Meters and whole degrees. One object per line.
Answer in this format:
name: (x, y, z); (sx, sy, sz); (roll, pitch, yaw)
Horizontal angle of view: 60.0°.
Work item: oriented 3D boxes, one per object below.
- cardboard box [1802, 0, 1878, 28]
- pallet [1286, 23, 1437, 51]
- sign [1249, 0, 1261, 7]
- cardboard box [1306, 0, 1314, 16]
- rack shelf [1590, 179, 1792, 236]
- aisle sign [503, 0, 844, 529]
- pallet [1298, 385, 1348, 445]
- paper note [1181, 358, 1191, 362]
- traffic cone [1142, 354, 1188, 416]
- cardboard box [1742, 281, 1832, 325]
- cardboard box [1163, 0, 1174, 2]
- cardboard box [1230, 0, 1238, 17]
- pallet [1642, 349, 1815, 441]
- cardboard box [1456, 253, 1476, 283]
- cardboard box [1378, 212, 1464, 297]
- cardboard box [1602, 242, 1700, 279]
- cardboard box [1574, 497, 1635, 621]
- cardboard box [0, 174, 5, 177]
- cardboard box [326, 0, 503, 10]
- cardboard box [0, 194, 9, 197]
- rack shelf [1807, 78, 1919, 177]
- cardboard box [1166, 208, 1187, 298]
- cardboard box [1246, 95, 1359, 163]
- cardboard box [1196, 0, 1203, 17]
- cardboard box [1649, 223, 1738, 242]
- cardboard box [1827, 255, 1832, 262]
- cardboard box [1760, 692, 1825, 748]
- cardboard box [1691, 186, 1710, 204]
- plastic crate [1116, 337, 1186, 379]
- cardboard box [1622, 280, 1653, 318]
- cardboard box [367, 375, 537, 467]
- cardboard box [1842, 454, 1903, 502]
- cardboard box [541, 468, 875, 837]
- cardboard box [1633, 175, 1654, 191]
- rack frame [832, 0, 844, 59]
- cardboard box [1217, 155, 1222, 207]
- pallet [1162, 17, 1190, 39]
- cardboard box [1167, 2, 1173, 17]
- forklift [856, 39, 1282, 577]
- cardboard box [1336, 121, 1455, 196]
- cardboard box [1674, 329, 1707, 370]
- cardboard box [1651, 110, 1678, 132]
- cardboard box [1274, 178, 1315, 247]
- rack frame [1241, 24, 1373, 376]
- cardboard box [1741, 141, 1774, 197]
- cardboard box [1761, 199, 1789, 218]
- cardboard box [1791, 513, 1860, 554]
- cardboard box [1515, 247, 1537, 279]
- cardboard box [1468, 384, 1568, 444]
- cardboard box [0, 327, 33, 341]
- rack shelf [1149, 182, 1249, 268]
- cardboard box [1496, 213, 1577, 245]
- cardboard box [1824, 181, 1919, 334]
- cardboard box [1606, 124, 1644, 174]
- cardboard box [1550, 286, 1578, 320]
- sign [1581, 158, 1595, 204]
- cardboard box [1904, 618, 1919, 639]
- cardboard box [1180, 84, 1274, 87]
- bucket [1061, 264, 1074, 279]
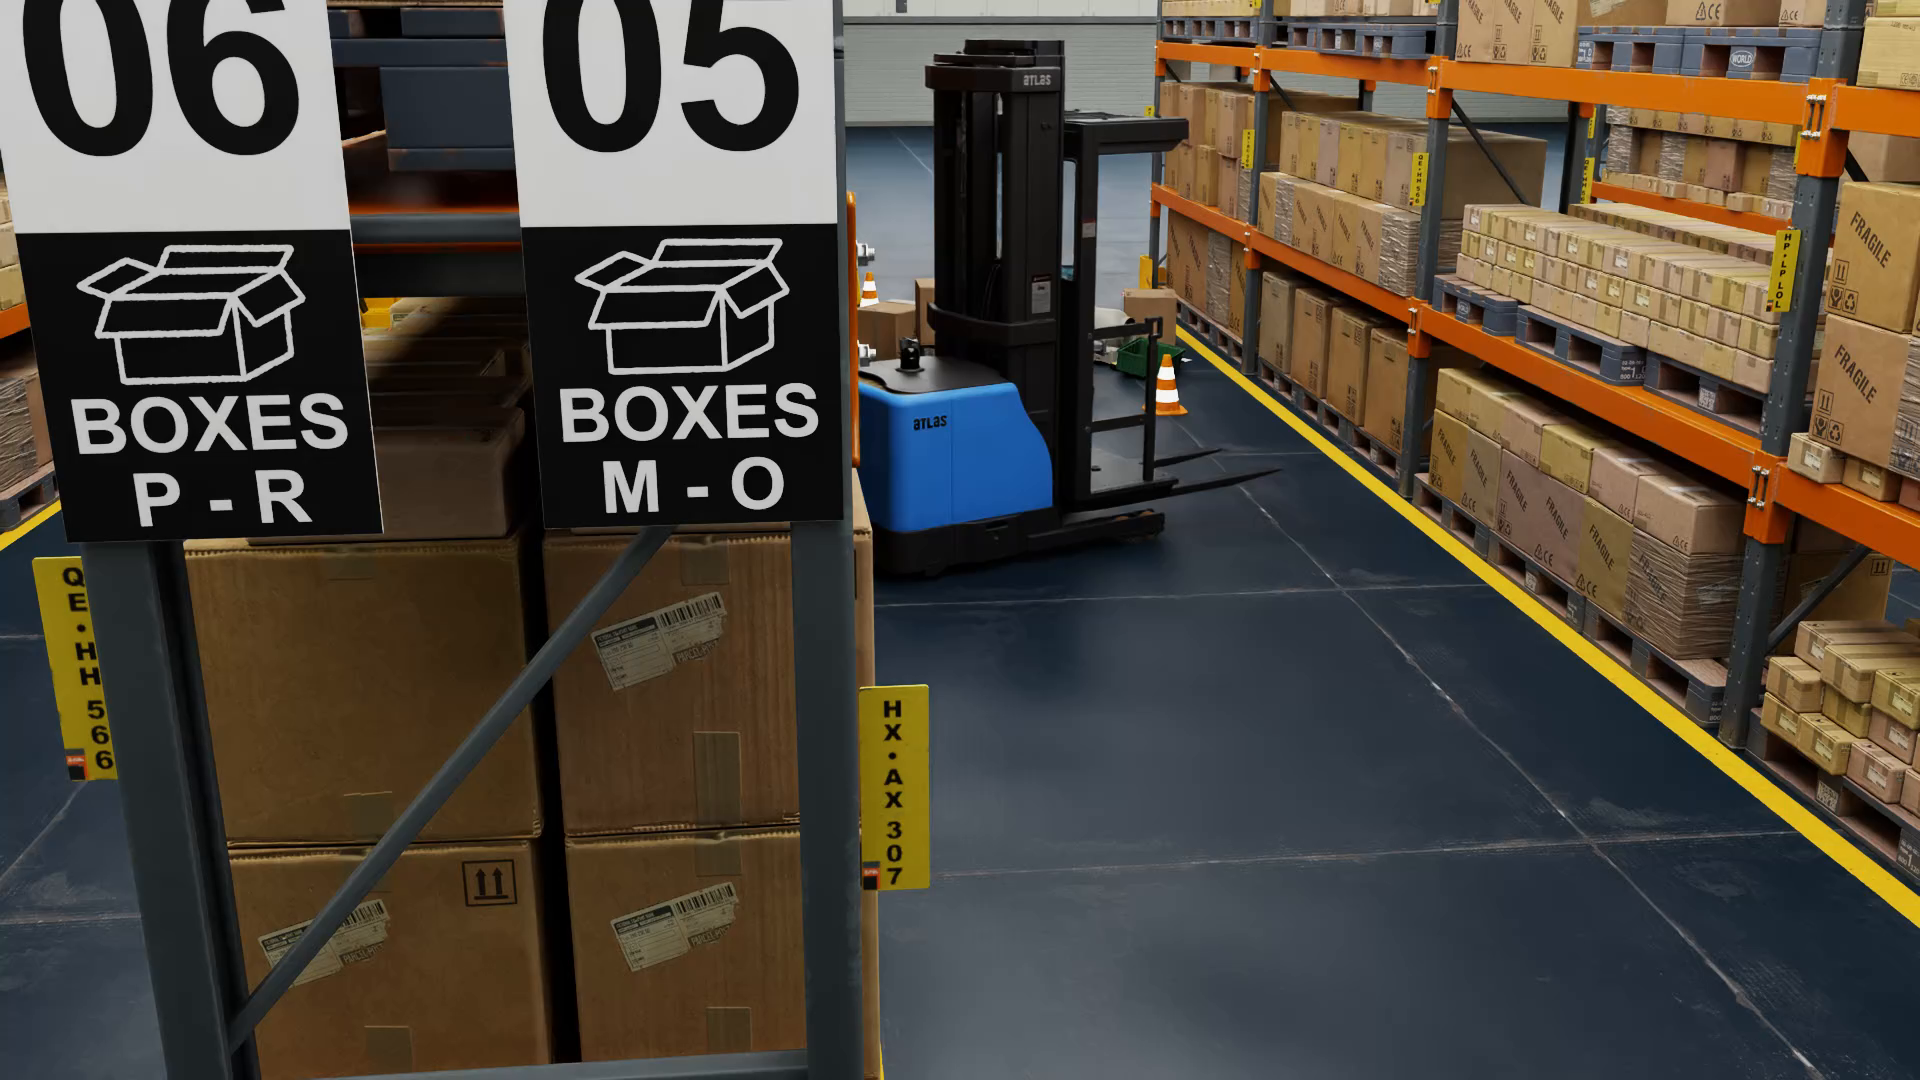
cardboard box: (3.923, -2.339, 6.744); (0.700, 0.500, 0.500); (-2, 18, -6)
pallet: (3.171, -3.995, 13.207); (0.805, 0.209, 1.217); (-2, 18, -8)
sign: (2.476, -4.625, 13.898); (0.100, 0.325, 0.005); (-2, 18, -6)
cardboard box: (2.888, -4.170, 12.995); (0.250, 0.149, 0.380); (-2, 18, -6)
rack shelf: (7.765, -3.303, 16.891); (1.077, 0.370, 4.000); (-2, 18, -6)
aisle sign: (-0.352, -0.397, 2.093); (0.394, 0.787, 0.004); (-2, 18, -6)
pallet: (3.311, -1.005, 13.025); (1.003, 0.211, 1.213); (-2, 18, -6)
paper note: (2.058, -1.683, 15.487); (0.142, 0.020, 0.147); (16, 24, 42)
traffic cone: (1.664, -1.271, 13.452); (0.336, 0.463, 0.334); (-2, 18, -6)
cardboard box: (3.617, -1.022, 7.148); (0.380, 0.149, 0.250); (-1, 17, -3)
cardboard box: (2.410, -5.717, 17.257); (0.500, 0.250, 0.500); (-2, 18, -6)
cardboard box: (2.618, -4.737, 14.802); (0.380, 0.149, 0.250); (-2, 17, -5)
pallet: (3.919, -0.684, 7.669); (1.003, 0.211, 1.213); (-2, 18, -6)
cardboard box: (3.286, -1.676, 10.227); (0.380, 0.149, 0.250); (-2, 18, -6)
cardboard box: (3.127, -1.909, 11.083); (0.500, 0.500, 0.500); (-2, 18, -6)
cardboard box: (3.484, -1.410, 8.385); (0.380, 0.149, 0.250); (-3, 18, -8)
cardboard box: (3.473, 0.083, 8.377); (0.500, 0.500, 0.500); (-2, 18, -7)
cardboard box: (-6.952, -2.604, 12.214); (0.380, 0.149, 0.250); (-2, 18, -6)
cardboard box: (-0.784, -0.908, 2.436); (0.500, 0.250, 0.500); (-3, 18, -11)
cardboard box: (-6.326, -2.166, 10.818); (0.380, 0.149, 0.250); (-2, 17, -5)
rack shelf: (4.059, -1.036, 4.662); (1.077, 0.370, 4.000); (-2, 18, -6)
cardboard box: (2.751, -3.106, 17.907); (0.875, 0.875, 0.875); (-2, 18, -5)
cardboard box: (3.024, -3.625, 14.662); (0.875, 0.550, 0.550); (-2, 18, -6)
cardboard box: (2.489, -5.114, 16.003); (0.380, 0.149, 0.250); (-2, 18, -5)
cardboard box: (4.048, -1.664, 9.193); (0.380, 0.149, 0.250); (-2, 18, -6)
cardboard box: (4.188, -1.273, 7.950); (0.380, 0.149, 0.250); (-2, 18, -6)
cardboard box: (3.571, 0.735, 6.888); (0.380, 0.149, 0.250); (-3, 18, -8)
cardboard box: (7.517, -3.433, 16.523); (0.380, 0.149, 0.250); (-2, 18, -6)
plastic crate: (1.707, -1.624, 14.942); (0.450, 0.188, 0.662); (18, 23, 19)
cardboard box: (3.506, -1.190, 8.181); (0.380, 0.149, 0.250); (-3, 18, -8)
cardboard box: (-0.934, -0.179, 2.820); (0.380, 0.149, 0.250); (-1, 17, -5)
cardboard box: (3.657, -0.255, 6.400); (0.380, 0.149, 0.250); (-1, 17, -4)
cardboard box: (-0.414, 0.155, 2.841); (0.500, 0.500, 0.500); (-2, 18, -7)
cardboard box: (7.415, -3.806, 17.712); (0.380, 0.149, 0.250); (-2, 18, -6)
rack frame: (-0.648, -2.031, 1.623); (1.000, 3.000, 0.127); (-2, 18, -6)
cardboard box: (2.960, -3.436, 15.863); (0.875, 0.550, 0.550); (-2, 18, -6)
pallet: (2.702, -5.287, 17.150); (1.003, 0.211, 1.213); (-2, 18, -6)
cardboard box: (2.359, -5.490, 17.201); (0.380, 0.149, 0.250); (-2, 18, -5)
forklift: (0.659, -1.501, 10.065); (3.031, 2.935, 1.130); (-11, 20, -30)
cardboard box: (3.242, -2.850, 12.411); (0.700, 0.500, 0.500); (-2, 18, -6)
cardboard box: (3.564, -0.888, 7.716); (0.380, 0.149, 0.250); (-2, 18, -6)
cardboard box: (7.442, -4.438, 16.974); (0.500, 0.500, 0.500); (-2, 18, -6)
cardboard box: (2.867, -2.659, 13.473); (0.500, 0.500, 0.500); (-2, 18, -5)
rack frame: (3.028, -2.927, 14.493); (1.000, 3.000, 0.127); (-2, 18, -6)
cardboard box: (7.970, -3.526, 15.737); (0.875, 0.500, 0.500); (-2, 18, -6)
cardboard box: (7.641, -3.060, 15.336); (0.380, 0.149, 0.250); (-2, 18, -6)
cardboard box: (4.040, -0.138, 7.828); (0.500, 0.250, 0.500); (-3, 18, -8)
cardboard box: (3.378, -1.572, 9.399); (0.380, 0.149, 0.250); (-2, 18, -5)
cardboard box: (3.323, -0.737, 9.737); (0.500, 0.250, 0.500); (-2, 18, -6)
cardboard box: (-6.685, -1.271, 12.480); (0.875, 0.625, 0.625); (-2, 18, -6)
rack shelf: (2.822, -3.180, 16.499); (1.077, 0.370, 4.000); (-2, 18, -6)
cardboard box: (3.347, -1.803, 9.637); (0.380, 0.149, 0.250); (-2, 18, -6)
cardboard box: (3.657, -1.068, 6.240); (0.500, 0.500, 0.500); (-1, 17, -4)
cardboard box: (7.589, -4.267, 18.097); (0.875, 0.500, 0.500); (-2, 18, -6)
cardboard box: (3.424, -1.281, 8.969); (0.380, 0.149, 0.250); (-2, 17, -5)
sign: (3.979, -2.270, 10.598); (0.100, 0.325, 0.005); (-2, 18, -6)
cardboard box: (4.149, 0.430, 6.864); (0.380, 0.149, 0.250); (-1, 17, -4)
cardboard box: (2.763, -4.433, 17.236); (0.875, 0.550, 0.550); (-2, 18, -6)
bucket: (0.721, -2.060, 14.658); (0.726, 0.611, 0.620); (4, 28, 13)
